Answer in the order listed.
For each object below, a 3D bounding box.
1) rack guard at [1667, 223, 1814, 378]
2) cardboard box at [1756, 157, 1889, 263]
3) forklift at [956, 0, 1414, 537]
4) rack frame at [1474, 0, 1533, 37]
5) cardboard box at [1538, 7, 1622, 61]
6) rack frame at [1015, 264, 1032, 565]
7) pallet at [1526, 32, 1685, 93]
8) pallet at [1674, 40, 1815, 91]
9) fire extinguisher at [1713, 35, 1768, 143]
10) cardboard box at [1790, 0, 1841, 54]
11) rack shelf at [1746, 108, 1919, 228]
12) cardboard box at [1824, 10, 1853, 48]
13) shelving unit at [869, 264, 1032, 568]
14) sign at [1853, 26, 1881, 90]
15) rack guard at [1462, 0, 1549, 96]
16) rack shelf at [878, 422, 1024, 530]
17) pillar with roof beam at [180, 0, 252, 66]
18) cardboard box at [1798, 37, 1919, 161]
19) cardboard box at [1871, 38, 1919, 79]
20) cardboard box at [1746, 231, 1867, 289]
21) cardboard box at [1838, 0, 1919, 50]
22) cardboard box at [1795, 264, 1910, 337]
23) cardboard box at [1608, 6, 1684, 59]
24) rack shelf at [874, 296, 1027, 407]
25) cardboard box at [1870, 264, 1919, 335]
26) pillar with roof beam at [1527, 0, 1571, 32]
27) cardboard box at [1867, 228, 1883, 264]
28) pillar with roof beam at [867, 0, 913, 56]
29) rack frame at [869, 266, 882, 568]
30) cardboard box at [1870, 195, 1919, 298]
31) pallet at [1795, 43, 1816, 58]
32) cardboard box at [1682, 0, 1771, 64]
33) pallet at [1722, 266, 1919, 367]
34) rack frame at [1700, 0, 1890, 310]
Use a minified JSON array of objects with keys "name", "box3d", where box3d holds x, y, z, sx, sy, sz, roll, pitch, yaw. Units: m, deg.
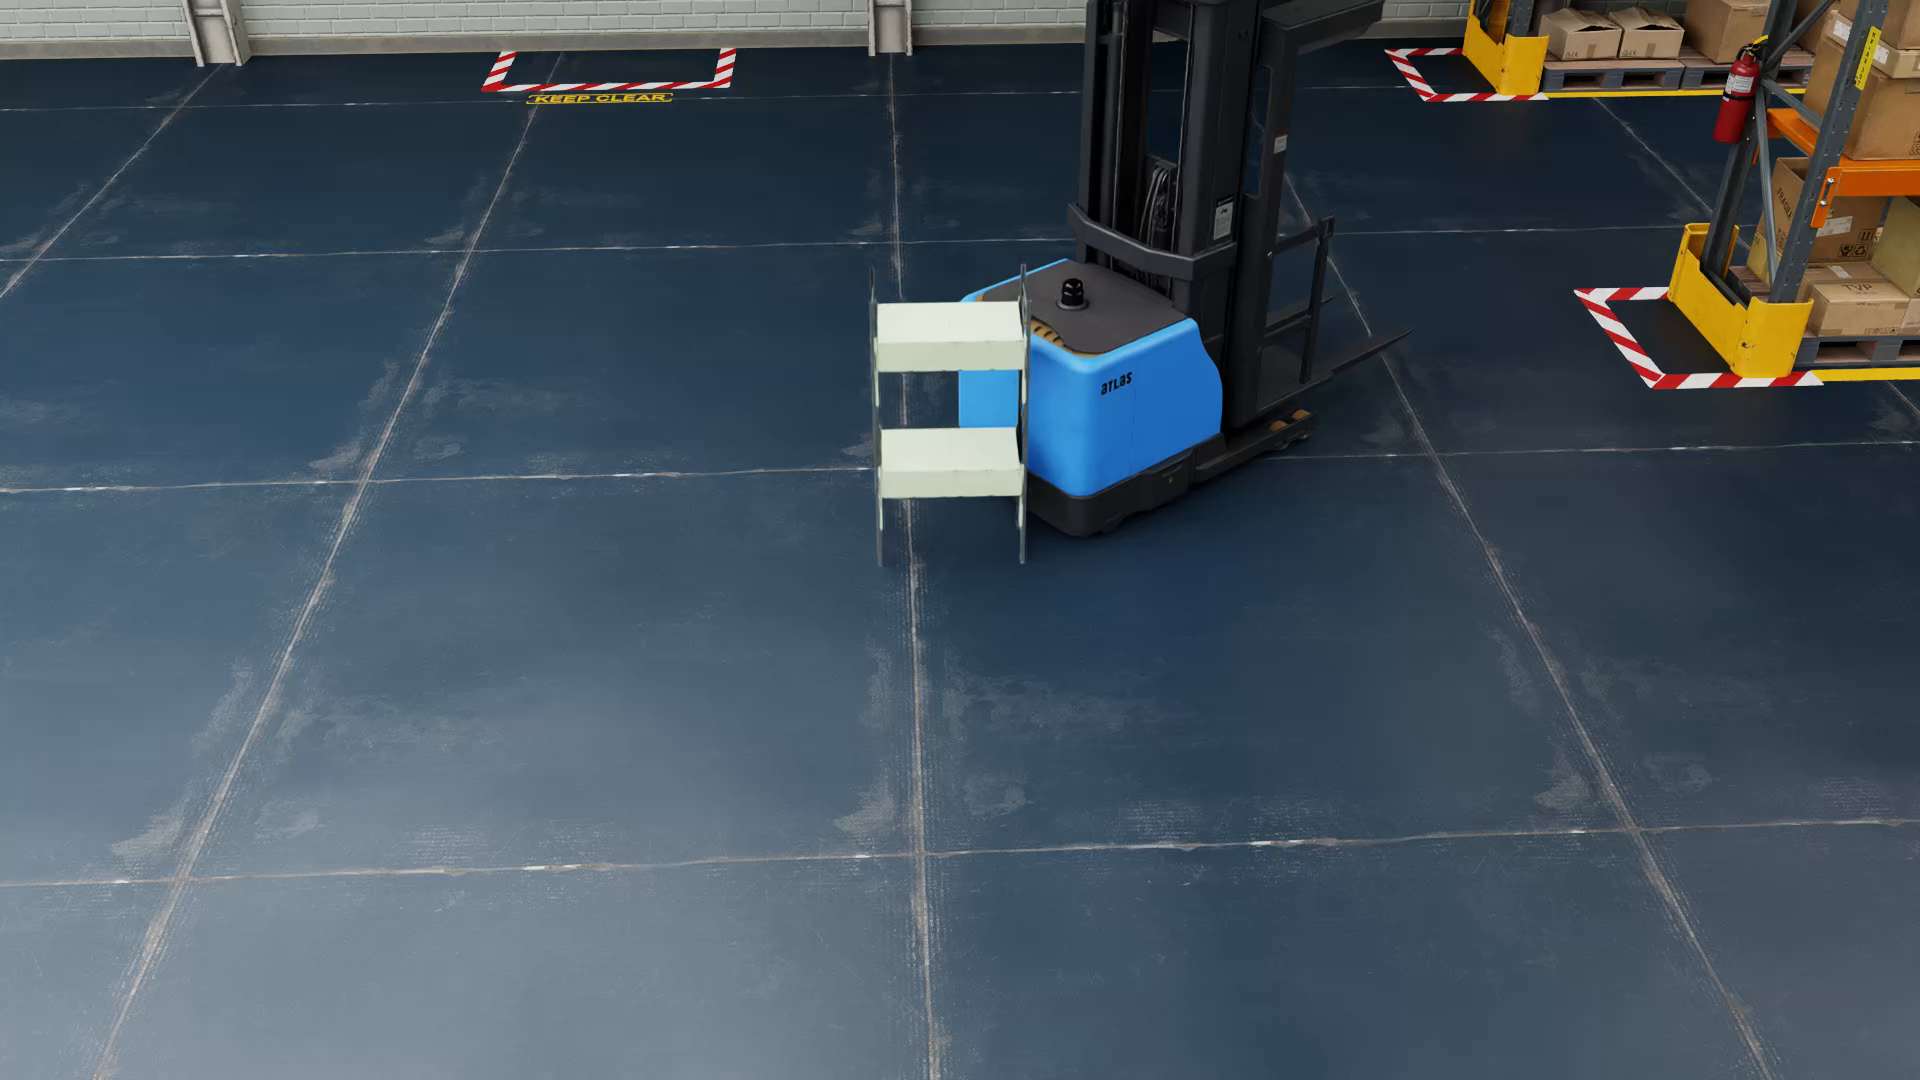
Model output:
[{"name":"rack guard","box3d":[4.913,-1.531,10.523,0.348,0.500,1.175,-2,35,-2]},{"name":"cardboard box","box3d":[5.459,-2.093,10.527,0.500,0.500,0.500,-2,35,-2]},{"name":"forklift","box3d":[1.431,-1.922,8.951,3.031,2.935,1.130,-26,42,-32]},{"name":"rack frame","box3d":[4.699,-5.375,13.881,0.127,3.000,1.000,-2,35,-2]},{"name":"cardboard box","box3d":[5.394,-4.418,14.474,0.500,0.311,0.500,-5,35,-8]},{"name":"rack frame","box3d":[0.314,-0.604,8.305,0.023,1.500,0.400,-1,35,-2]},{"name":"pallet","box3d":[5.588,-4.232,14.680,1.213,0.211,1.003,-2,35,-2]},{"name":"pallet","box3d":[6.804,-4.263,14.725,1.213,0.211,1.003,-2,35,-2]},{"name":"fire extinguisher","box3d":[4.797,-2.788,10.211,0.183,0.674,0.296,-2,35,-2]},{"name":"cardboard box","box3d":[7.660,-4.585,14.550,0.500,0.500,0.500,-4,35,-6]},{"name":"rack shelf","box3d":[6.935,-2.317,10.095,4.000,0.370,1.077,-2,35,-2]},{"name":"cardboard box","box3d":[5.310,-2.986,9.771,0.250,0.149,0.380,-2,35,-3]},{"name":"shelving unit","box3d":[-0.052,-0.597,8.294,0.755,1.500,0.431,-1,35,-2]},{"name":"sign","box3d":[4.957,-2.632,9.087,0.005,0.325,0.100,-2,35,-2]},{"name":"rack guard","box3d":[4.775,-4.349,14.595,0.348,0.500,1.175,-2,35,-2]},{"name":"rack shelf","box3d":[-0.052,-0.329,8.480,0.720,0.370,0.431,-1,35,-2]},{"name":"pillar with roof beam","box3d":[-6.426,-5.582,8.908,0.400,9.000,9.100,-2,35,-2]},{"name":"cardboard box","box3d":[5.404,-2.606,9.791,0.500,0.500,0.700,-2,35,-2]},{"name":"cardboard box","box3d":[5.339,-2.755,9.438,0.250,0.149,0.380,-2,35,-3]},{"name":"cardboard box","box3d":[5.459,-1.784,10.739,0.500,0.250,0.500,-2,35,-2]},{"name":"cardboard box","box3d":[5.457,-3.141,9.424,0.500,0.500,0.700,-1,35,-2]},{"name":"cardboard box","box3d":[5.483,-1.489,10.313,0.500,0.250,0.500,-2,35,-2]},{"name":"cardboard box","box3d":[5.964,-4.433,14.496,0.500,0.311,0.500,1,35,2]},{"name":"rack shelf","box3d":[-0.052,-0.918,8.072,0.720,0.370,0.431,-1,35,-2]},{"name":"cardboard box","box3d":[5.983,-1.505,10.336,0.500,0.250,0.500,-2,35,-2]},{"name":"pillar with roof beam","box3d":[5.561,-5.905,9.375,0.400,9.000,9.100,-2,35,-2]},{"name":"cardboard box","box3d":[5.958,-1.804,10.768,0.500,0.250,0.500,-2,35,-2]},{"name":"pillar with roof beam","box3d":[-0.432,-5.744,9.142,0.400,9.000,9.100,-2,35,-2]},{"name":"rack frame","box3d":[-0.418,-0.589,8.283,0.023,1.500,0.400,-1,35,-2]},{"name":"cardboard box","box3d":[5.983,-1.812,10.121,0.500,0.500,0.500,-2,35,-2]},{"name":"pallet","box3d":[8.025,-4.298,14.775,1.213,0.211,1.003,-2,35,-2]},{"name":"cardboard box","box3d":[6.699,-4.502,14.430,0.500,0.500,0.700,-4,35,-5]},{"name":"pallet","box3d":[5.699,-1.457,10.670,1.213,0.211,1.003,-2,35,-2]},{"name":"rack frame","box3d":[4.937,-2.559,9.812,0.127,3.000,1.000,-2,35,-2]}]
